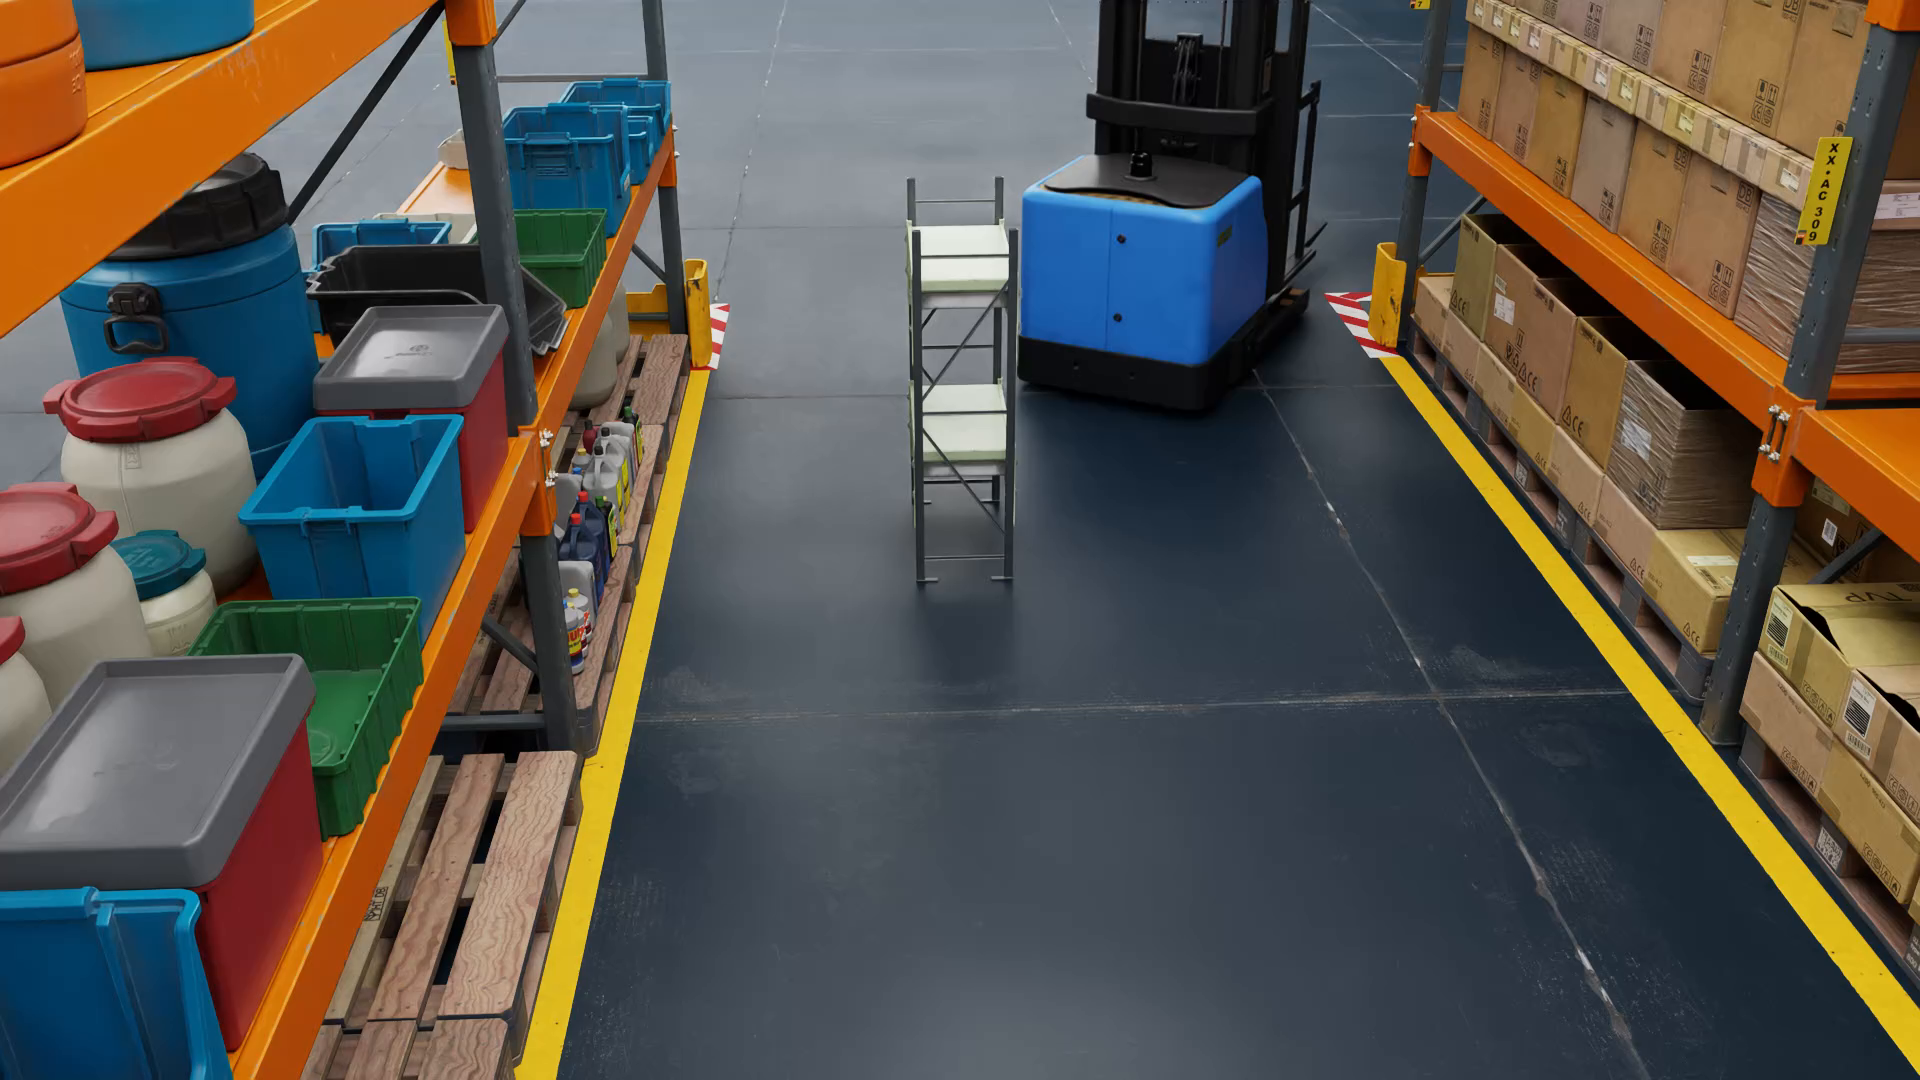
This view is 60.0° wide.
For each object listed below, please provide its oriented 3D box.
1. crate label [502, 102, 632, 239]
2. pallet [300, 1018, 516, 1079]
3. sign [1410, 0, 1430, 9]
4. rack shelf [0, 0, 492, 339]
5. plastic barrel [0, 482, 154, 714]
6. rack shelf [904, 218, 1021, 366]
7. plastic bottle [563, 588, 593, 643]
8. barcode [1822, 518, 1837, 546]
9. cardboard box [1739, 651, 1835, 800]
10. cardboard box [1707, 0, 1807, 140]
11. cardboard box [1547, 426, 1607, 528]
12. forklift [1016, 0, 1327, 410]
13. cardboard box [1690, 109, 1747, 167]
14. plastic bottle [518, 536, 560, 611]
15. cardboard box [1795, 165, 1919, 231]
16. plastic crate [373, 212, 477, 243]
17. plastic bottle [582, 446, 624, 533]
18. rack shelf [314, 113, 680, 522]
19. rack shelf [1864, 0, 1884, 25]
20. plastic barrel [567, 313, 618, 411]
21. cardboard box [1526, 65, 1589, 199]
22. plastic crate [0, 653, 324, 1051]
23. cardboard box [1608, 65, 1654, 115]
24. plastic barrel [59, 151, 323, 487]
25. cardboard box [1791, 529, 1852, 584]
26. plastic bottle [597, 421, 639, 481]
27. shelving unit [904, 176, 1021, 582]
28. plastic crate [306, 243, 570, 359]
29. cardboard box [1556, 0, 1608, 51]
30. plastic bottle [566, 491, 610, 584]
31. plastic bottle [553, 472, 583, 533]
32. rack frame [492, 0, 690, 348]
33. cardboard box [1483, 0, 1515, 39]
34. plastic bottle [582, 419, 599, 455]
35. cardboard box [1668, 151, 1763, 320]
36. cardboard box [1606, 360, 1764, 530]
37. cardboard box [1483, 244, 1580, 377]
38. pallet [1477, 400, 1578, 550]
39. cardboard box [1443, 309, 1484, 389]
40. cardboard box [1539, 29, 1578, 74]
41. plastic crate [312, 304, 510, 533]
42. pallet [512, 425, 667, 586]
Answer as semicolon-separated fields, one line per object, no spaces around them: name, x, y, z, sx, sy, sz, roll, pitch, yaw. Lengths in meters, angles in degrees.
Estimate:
crate label;-1.646;-1.542;6.924;0.502;0.435;0.616;-1;28;-3
pallet;-1.657;1.641;3.876;1.003;0.211;1.213;-1;28;-3
sign;2.380;-2.895;8.536;0.100;0.325;0.005;-1;28;-3
rack shelf;-1.699;-0.609;2.709;1.077;0.370;4.000;-1;28;-3
plastic barrel;-1.934;0.204;3.469;0.433;0.535;0.433;0;28;0
rack shelf;0.000;-1.014;6.729;0.431;0.370;0.720;-1;28;-3
plastic bottle;-1.393;0.272;6.035;0.097;0.201;0.097;0;28;0
barcode;2.741;-0.024;5.242;0.001;0.075;0.075;-1;28;-3
cardboard box;2.917;0.585;5.403;0.500;0.250;0.500;-2;28;-4
cardboard box;3.086;-1.698;5.750;0.700;0.500;0.500;-1;28;-3
cardboard box;2.844;-0.278;7.058;0.500;0.250;0.500;-1;28;-3
forklift;1.397;-2.604;9.072;1.130;2.935;3.031;13;30;23
cardboard box;2.874;-1.449;5.974;0.380;0.149;0.250;-1;28;-3
plastic bottle;-1.575;0.078;6.245;0.144;0.351;0.185;-1;28;-3
cardboard box;2.915;-1.092;5.291;0.380;0.149;0.250;-1;28;-3
plastic crate;-2.141;-1.149;6.494;0.530;0.136;0.437;-1;28;-3
plastic bottle;-1.463;-0.209;6.796;0.144;0.351;0.185;-2;28;-3
rack shelf;-1.908;-1.127;6.944;1.077;0.370;4.000;-1;28;-3
rack shelf;3.039;-2.575;6.477;1.077;0.370;4.000;-1;28;-3
plastic barrel;-1.875;-0.919;8.004;0.421;0.512;0.421;0;28;0
cardboard box;2.999;-1.844;7.433;0.700;0.500;0.500;-1;28;-2
plastic crate;-1.373;0.543;2.896;0.402;0.464;0.583;-1;28;-3
cardboard box;2.834;-1.801;6.650;0.380;0.149;0.250;-1;28;-1
plastic barrel;-2.086;-0.559;4.535;0.600;0.901;0.708;-1;28;-3
cardboard box;3.422;0.172;6.197;0.500;0.250;0.500;-1;28;-3
plastic bottle;-1.493;-0.402;7.247;0.152;0.276;0.135;-1;28;-2
shelving unit;0.000;-0.668;6.909;0.431;1.500;0.755;-1;28;-3
plastic crate;-1.704;-0.739;5.491;0.767;0.338;0.504;-1;28;-3
cardboard box;3.009;-2.391;7.079;0.700;0.500;0.500;-1;28;-2
plastic bottle;-1.441;-0.013;6.419;0.144;0.351;0.185;-3;28;-5
plastic bottle;-1.610;-0.161;6.784;0.152;0.276;0.135;-1;28;-3
rack frame;-2.012;-2.369;8.549;1.000;3.000;0.127;-1;28;-3
cardboard box;2.757;-2.511;8.011;0.380;0.149;0.250;-2;28;-4
plastic bottle;-1.599;-0.403;7.240;0.061;0.283;0.133;-1;28;-3
cardboard box;3.080;-1.132;6.069;0.700;0.500;0.500;-2;28;-3
cardboard box;2.887;-0.380;6.442;0.500;0.500;0.500;-1;28;-3
cardboard box;2.808;-1.072;7.770;0.500;0.500;0.500;-1;28;-3
pallet;3.077;-0.337;7.667;1.003;0.211;1.213;-1;28;-3
cardboard box;2.770;-0.970;8.386;0.500;0.250;0.500;-1;28;-3
cardboard box;2.796;-2.156;7.330;0.380;0.149;0.250;-2;28;-4
plastic crate;-1.472;-0.334;4.578;0.402;0.464;0.583;-1;28;-3
pallet;-1.863;-0.162;7.332;1.003;0.211;1.213;-1;28;-3
